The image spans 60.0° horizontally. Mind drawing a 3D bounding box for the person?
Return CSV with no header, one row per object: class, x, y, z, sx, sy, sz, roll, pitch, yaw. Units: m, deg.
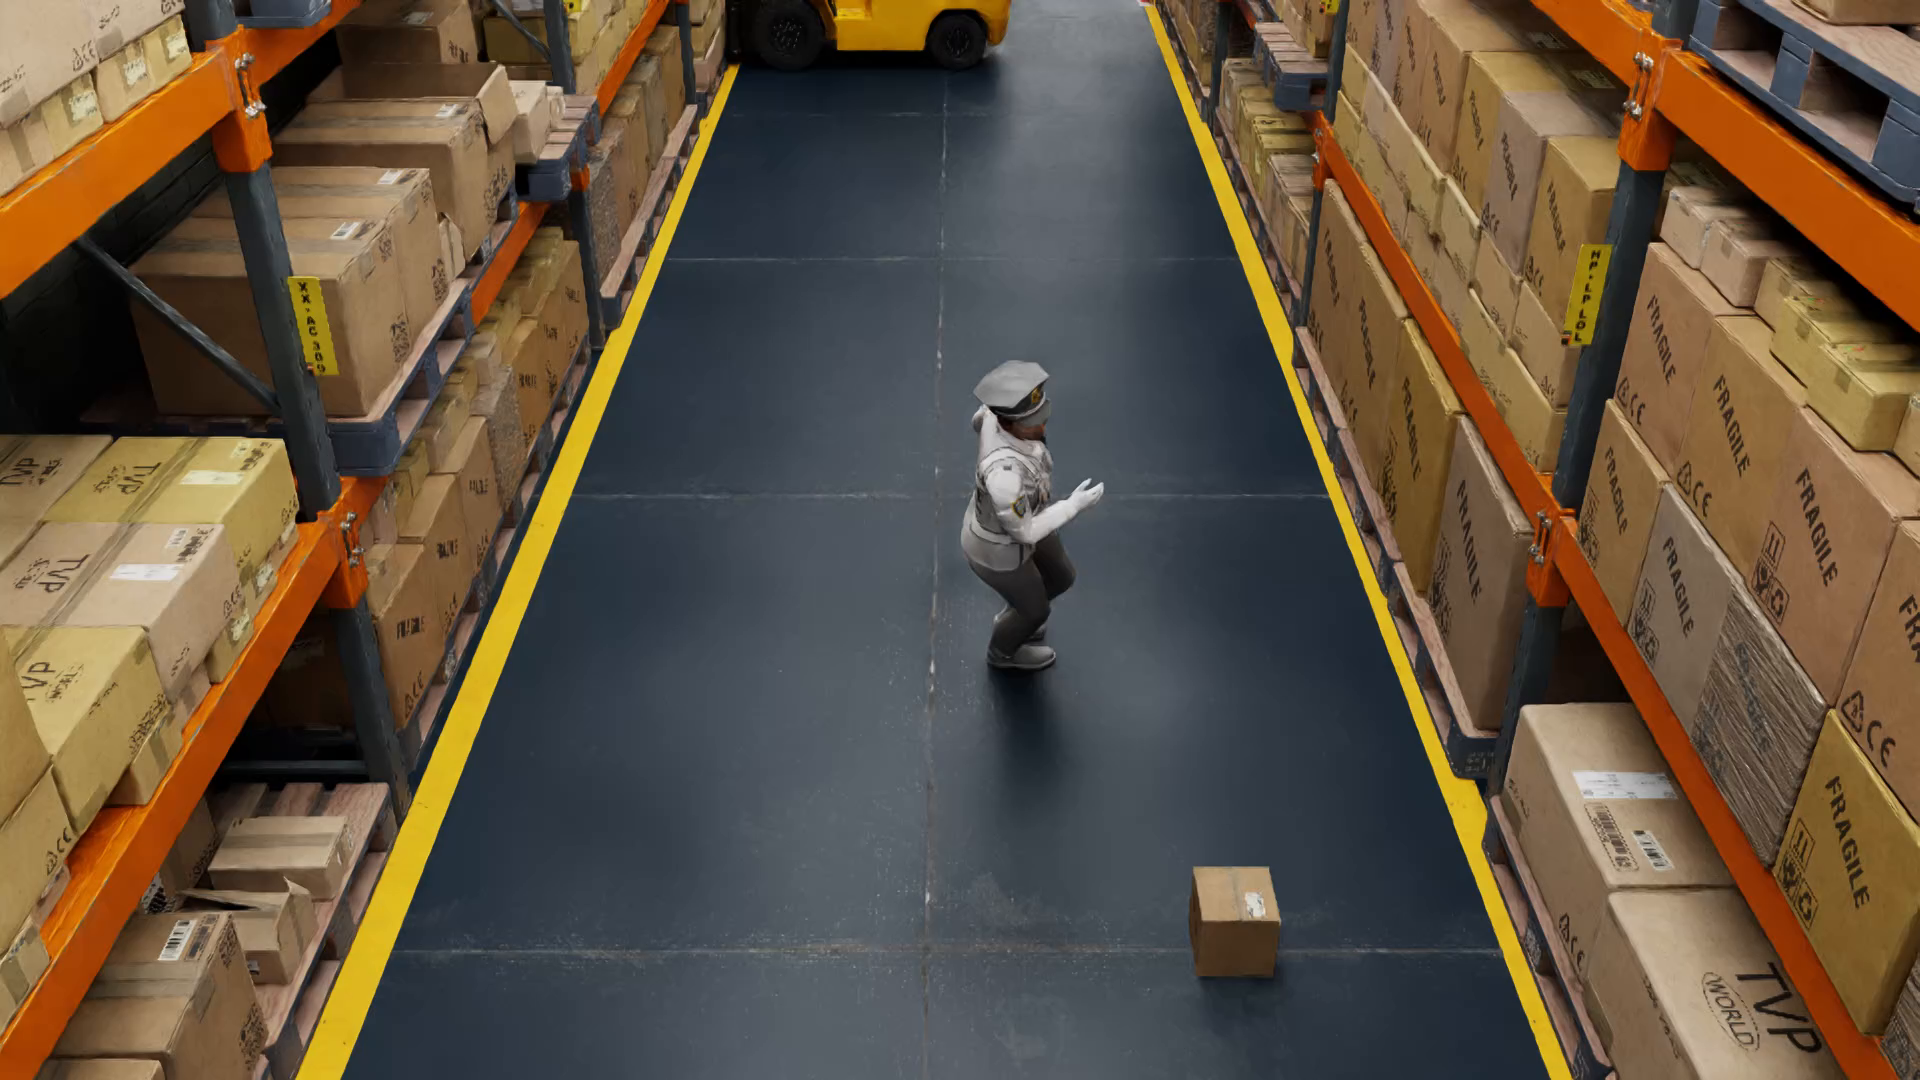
person,0.278,-0.059,6.321,0.525,1.557,0.859,3,32,5
